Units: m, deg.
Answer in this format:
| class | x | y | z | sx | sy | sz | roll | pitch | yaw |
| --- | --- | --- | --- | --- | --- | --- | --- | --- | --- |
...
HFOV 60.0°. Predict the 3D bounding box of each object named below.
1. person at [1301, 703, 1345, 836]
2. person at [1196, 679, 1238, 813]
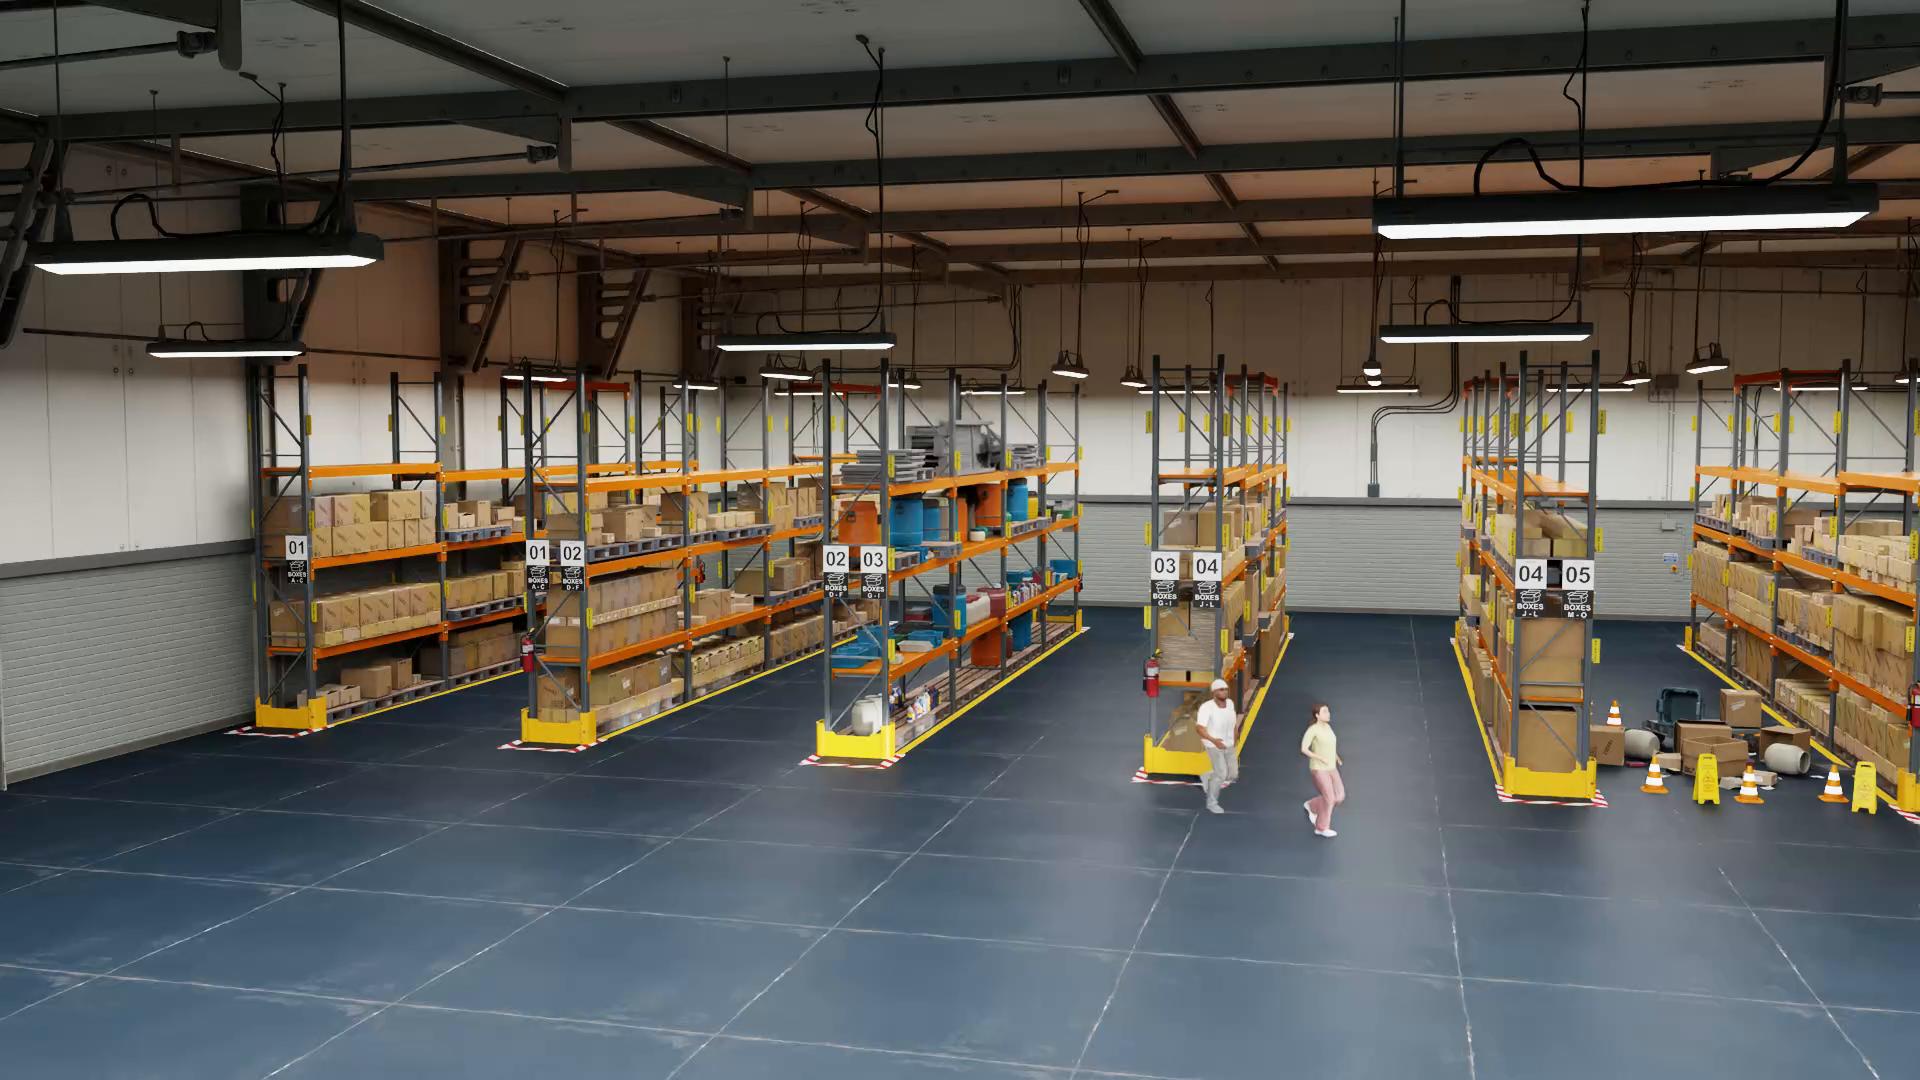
| class | x | y | z | sx | sy | sz | roll | pitch | yaw |
| --- | --- | --- | --- | --- | --- | --- | --- | --- | --- |
| person | 4.403 | 2.789 | 20.309 | 0.578 | 1.620 | 0.567 | -3 | 5 | -40 |
| person | 3.358 | 2.658 | 21.593 | 0.726 | 1.729 | 0.666 | -3 | 5 | -33 |
